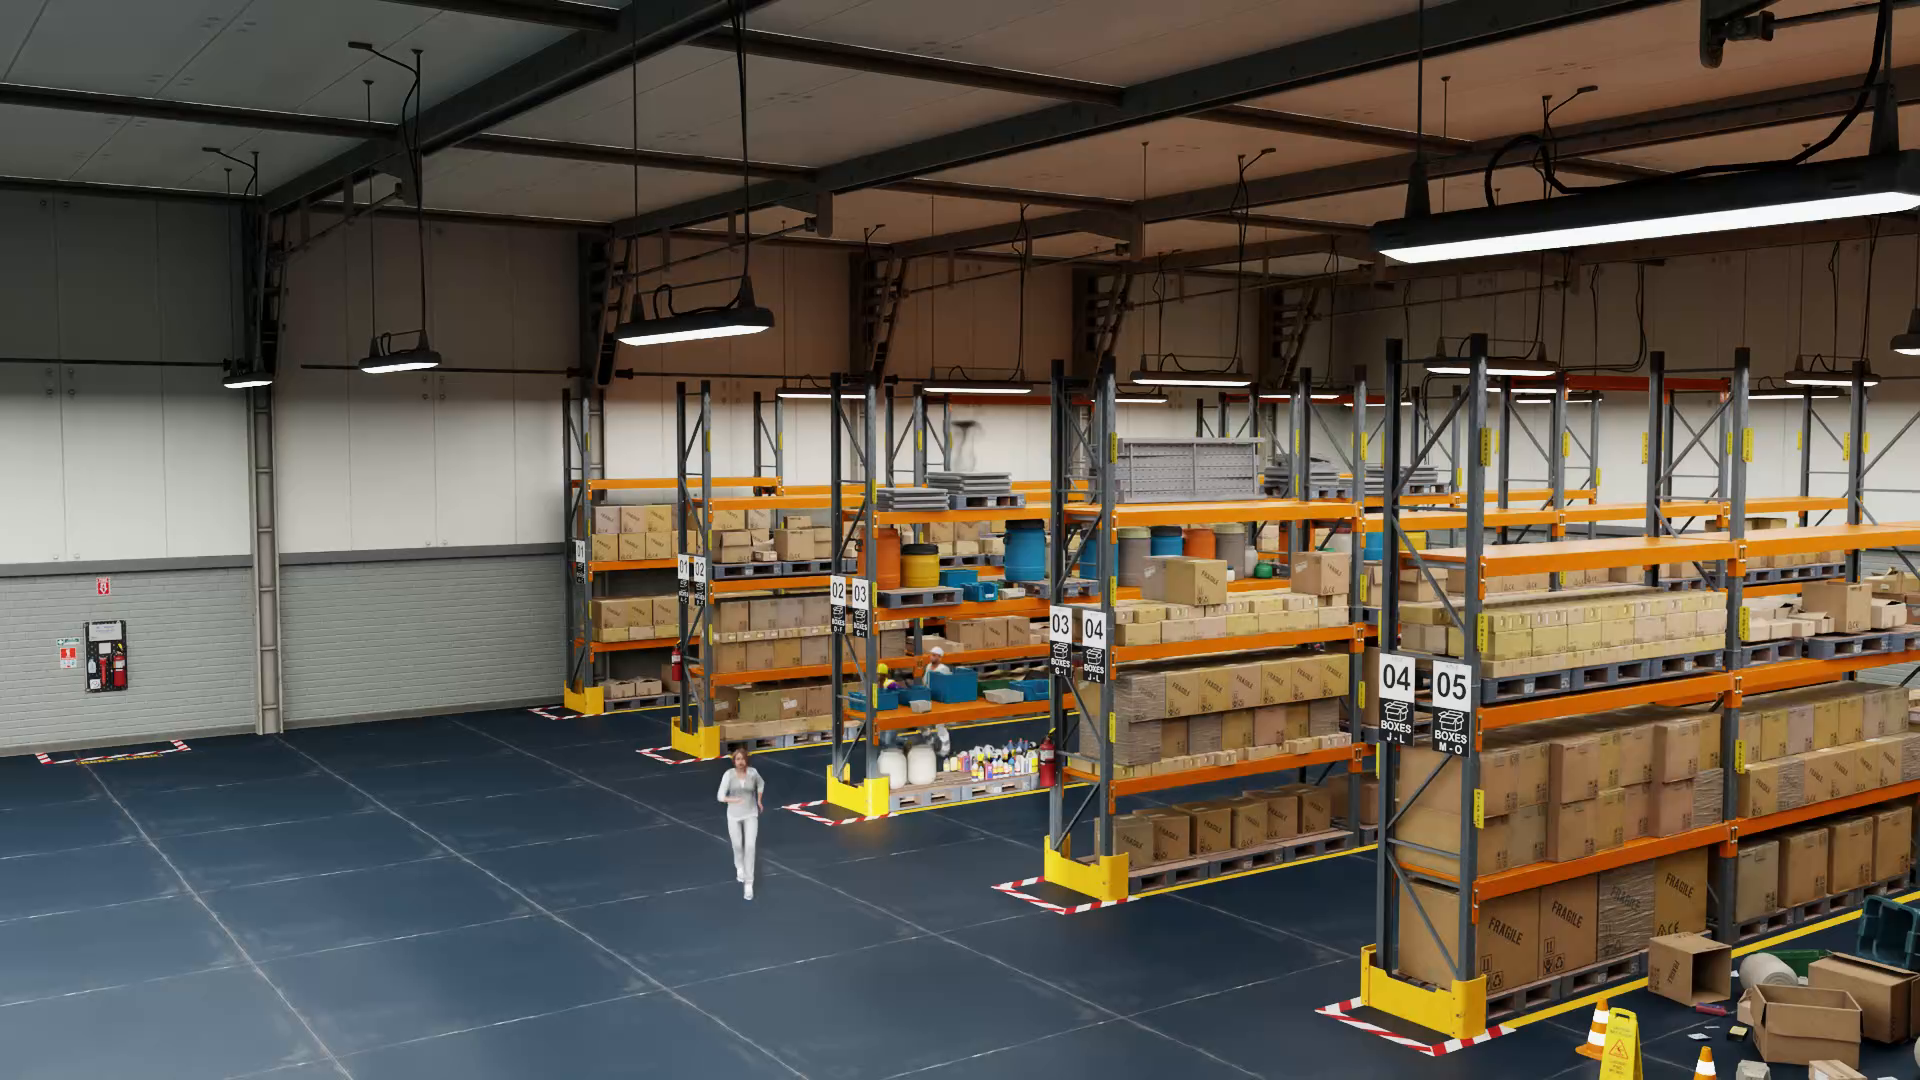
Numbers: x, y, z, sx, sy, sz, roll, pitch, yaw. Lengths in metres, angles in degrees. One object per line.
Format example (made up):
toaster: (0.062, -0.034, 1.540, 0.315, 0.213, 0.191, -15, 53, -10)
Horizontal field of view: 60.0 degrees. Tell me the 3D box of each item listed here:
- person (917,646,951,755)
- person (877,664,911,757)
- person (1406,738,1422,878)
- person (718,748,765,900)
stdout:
person: (-0.428, 2.577, 26.373, 0.641, 1.778, 0.694, 3, 5, 39)
person: (-1.060, 2.712, 25.337, 0.702, 1.693, 0.690, -3, 5, -37)
person: (5.337, 3.112, 19.036, 0.557, 1.707, 0.709, 4, 5, 44)
person: (-2.461, 3.150, 18.716, 0.520, 1.610, 0.824, 0, 4, -6)
